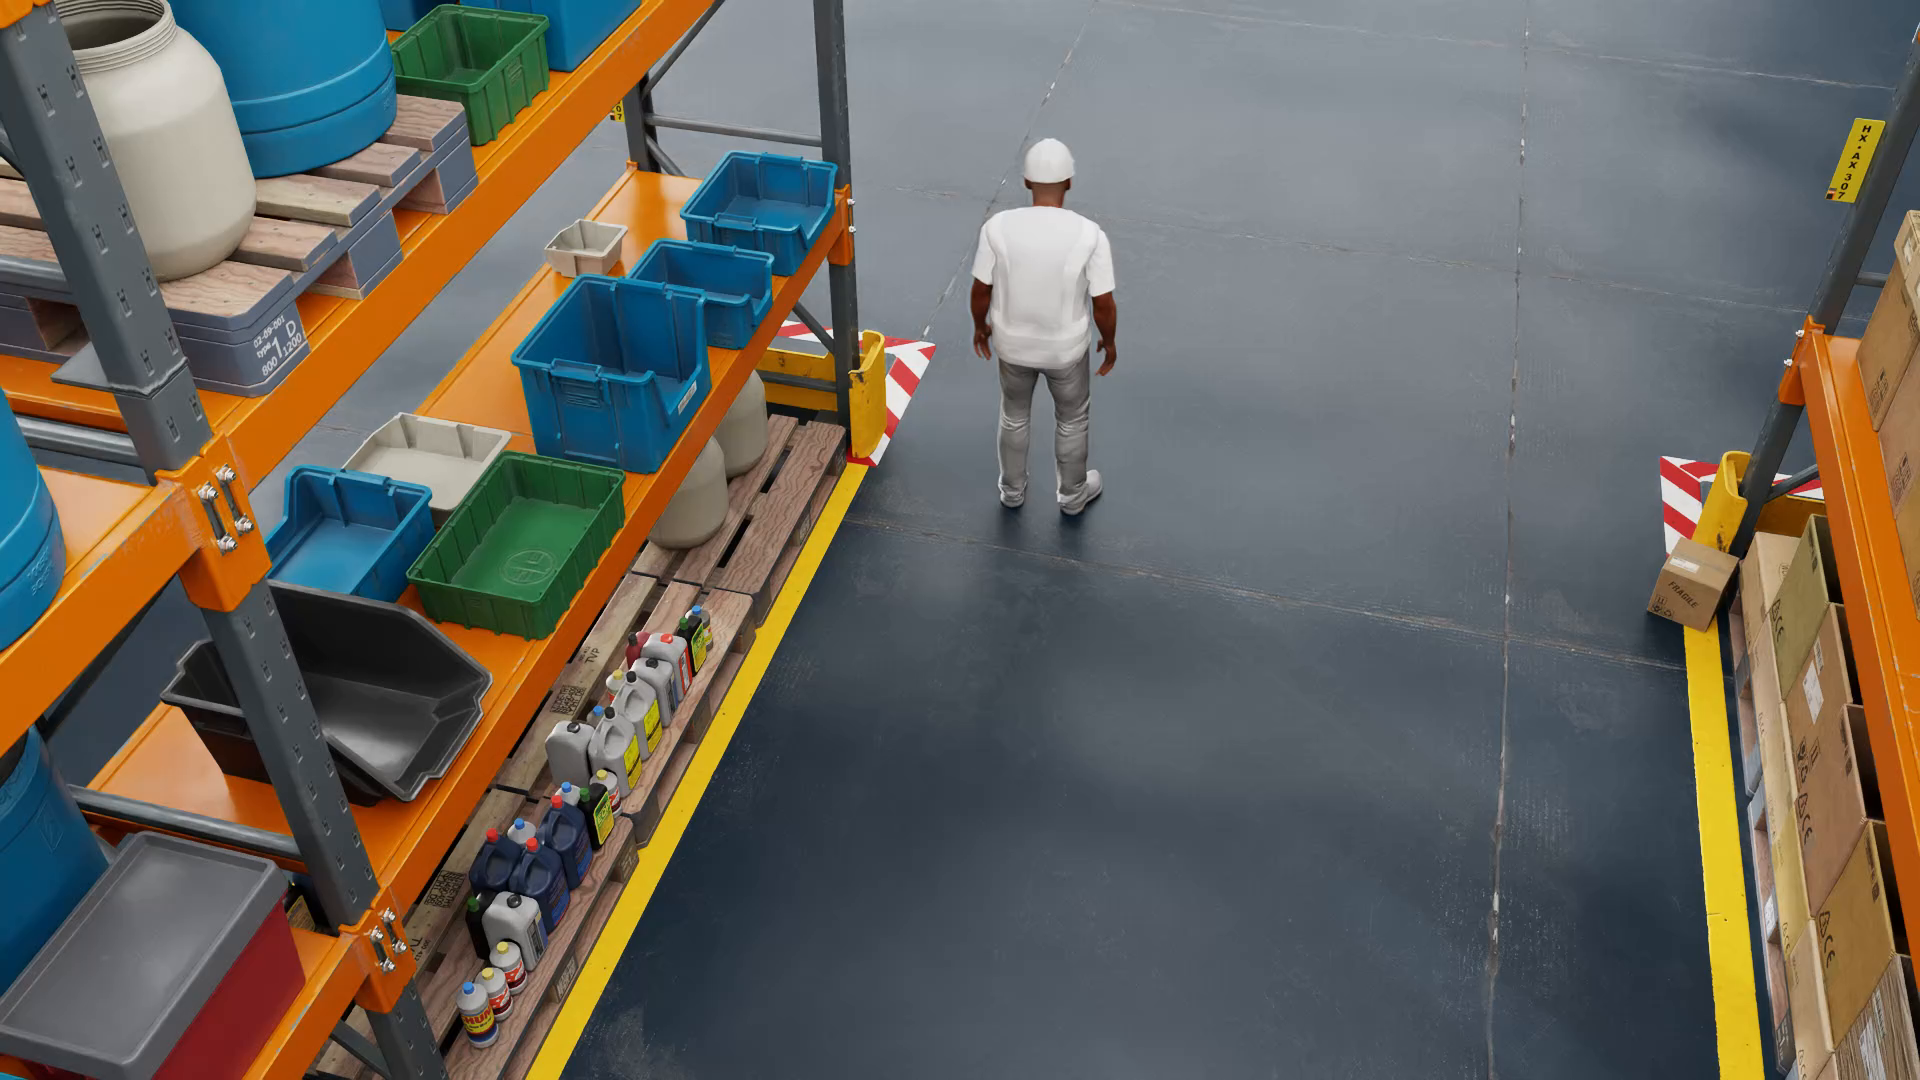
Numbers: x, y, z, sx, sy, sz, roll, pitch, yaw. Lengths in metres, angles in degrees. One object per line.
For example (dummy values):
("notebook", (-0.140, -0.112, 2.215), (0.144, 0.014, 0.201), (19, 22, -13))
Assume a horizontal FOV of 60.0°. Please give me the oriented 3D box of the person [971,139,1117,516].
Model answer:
("person", (0.365, -0.881, 7.165), (0.632, 1.760, 0.463), (9, 42, 11))
